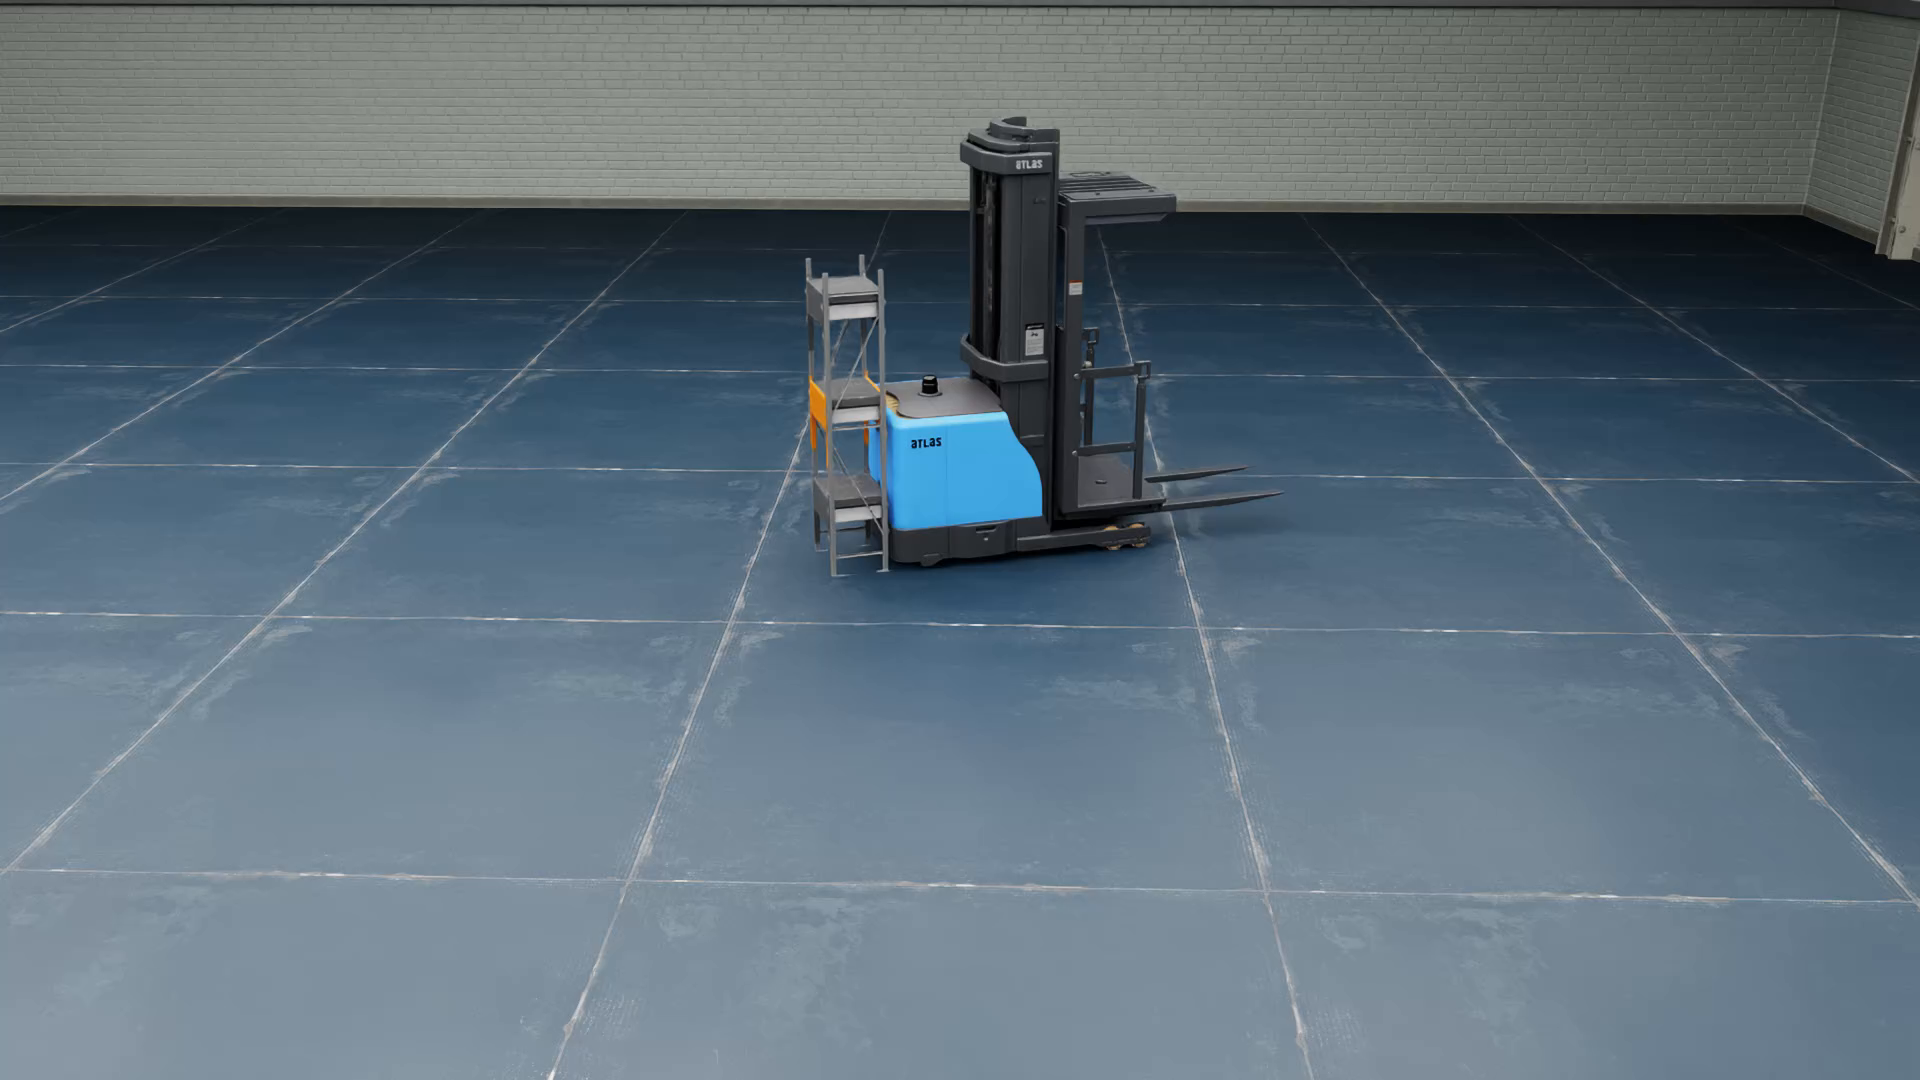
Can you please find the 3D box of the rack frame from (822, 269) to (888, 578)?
[{"bbox_3d":[-0.687,-0.743,11.040,0.400,2.100,0.015,-6,22,-16],"label":"rack frame"}]

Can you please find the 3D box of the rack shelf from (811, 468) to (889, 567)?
[{"bbox_3d":[-0.760,-0.161,11.515,0.431,0.518,0.480,-6,22,-16],"label":"rack shelf"}]

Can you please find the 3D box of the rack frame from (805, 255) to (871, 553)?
[{"bbox_3d":[-0.834,-0.911,11.474,0.400,2.100,0.015,-6,22,-16],"label":"rack frame"}]

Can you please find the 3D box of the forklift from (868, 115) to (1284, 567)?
[{"bbox_3d":[0.859,-1.470,11.766,3.031,2.935,1.130,-6,22,-15],"label":"forklift"}]

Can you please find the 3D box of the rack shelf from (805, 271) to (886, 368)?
[{"bbox_3d":[-0.760,-1.467,11.009,0.431,0.518,0.480,-6,22,-16],"label":"rack shelf"}]

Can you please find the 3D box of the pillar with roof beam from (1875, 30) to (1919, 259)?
[{"bbox_3d":[7.764,-7.909,19.973,9.100,9.000,0.400,1,21,2],"label":"pillar with roof beam"}]

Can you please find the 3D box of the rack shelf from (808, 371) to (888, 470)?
[{"bbox_3d":[-0.760,-0.814,11.262,0.431,0.518,0.480,-6,22,-16],"label":"rack shelf"}]

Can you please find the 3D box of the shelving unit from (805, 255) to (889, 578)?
[{"bbox_3d":[-0.760,-0.827,11.257,0.431,2.100,0.503,-6,22,-16],"label":"shelving unit"}]
